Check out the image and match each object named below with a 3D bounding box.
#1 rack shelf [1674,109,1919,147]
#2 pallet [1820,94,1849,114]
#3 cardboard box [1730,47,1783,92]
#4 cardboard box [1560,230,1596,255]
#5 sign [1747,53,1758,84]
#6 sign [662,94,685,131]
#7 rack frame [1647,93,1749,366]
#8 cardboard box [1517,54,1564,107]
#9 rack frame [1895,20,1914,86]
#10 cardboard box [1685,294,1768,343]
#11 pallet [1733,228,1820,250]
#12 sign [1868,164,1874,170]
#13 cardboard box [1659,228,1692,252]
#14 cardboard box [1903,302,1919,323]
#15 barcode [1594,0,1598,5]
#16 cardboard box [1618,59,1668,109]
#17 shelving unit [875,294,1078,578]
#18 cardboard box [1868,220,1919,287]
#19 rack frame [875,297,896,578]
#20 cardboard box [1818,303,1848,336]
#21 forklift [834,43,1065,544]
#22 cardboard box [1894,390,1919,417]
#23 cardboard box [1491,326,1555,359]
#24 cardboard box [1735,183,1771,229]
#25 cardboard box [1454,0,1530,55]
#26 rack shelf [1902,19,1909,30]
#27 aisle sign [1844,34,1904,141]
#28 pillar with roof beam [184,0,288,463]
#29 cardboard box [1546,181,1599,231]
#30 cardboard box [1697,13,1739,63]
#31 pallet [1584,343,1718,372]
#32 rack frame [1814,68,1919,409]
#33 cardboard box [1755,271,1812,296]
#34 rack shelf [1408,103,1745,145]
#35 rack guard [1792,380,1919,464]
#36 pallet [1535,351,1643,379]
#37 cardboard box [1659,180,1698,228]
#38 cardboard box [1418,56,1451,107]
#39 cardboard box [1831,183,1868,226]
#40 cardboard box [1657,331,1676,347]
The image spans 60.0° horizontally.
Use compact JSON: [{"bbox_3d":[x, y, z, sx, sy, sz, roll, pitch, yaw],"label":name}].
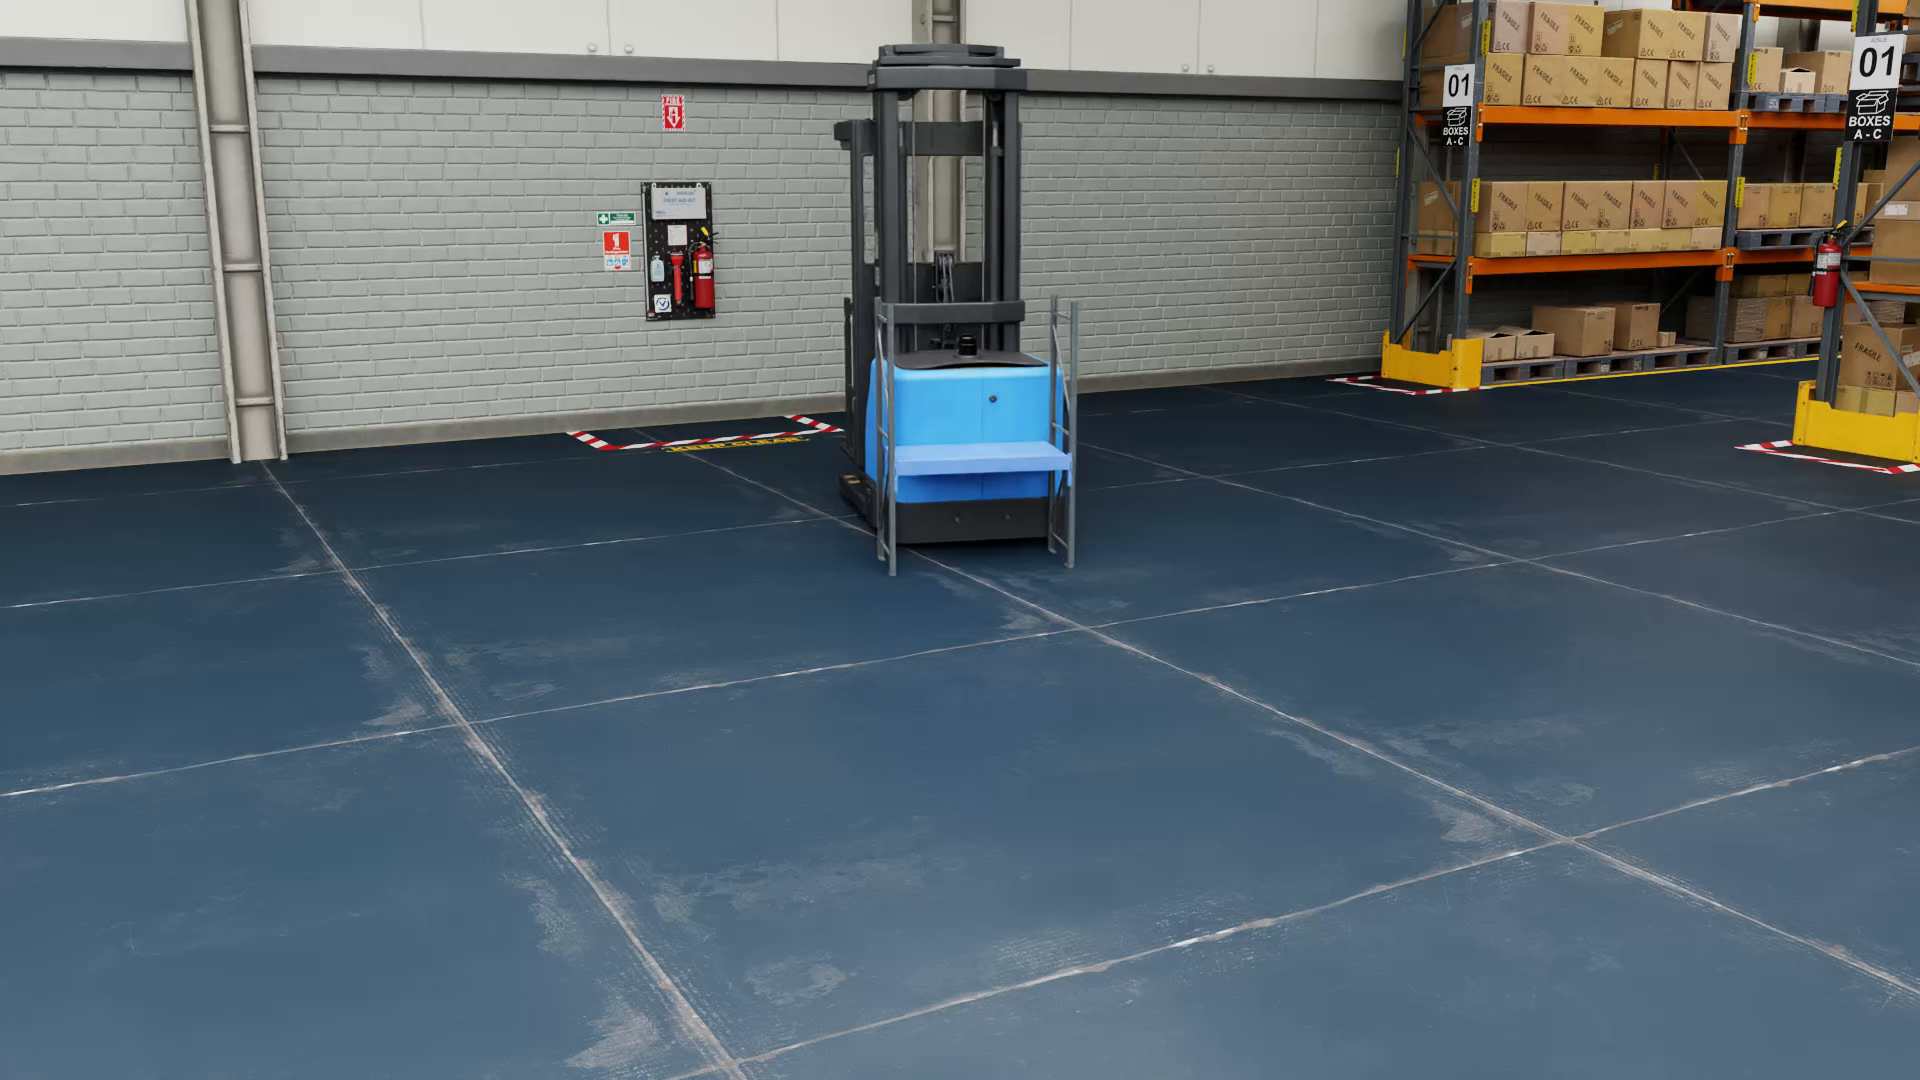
[{"bbox_3d":[10.142,-4.865,19.702,4.000,0.370,1.077,-7,14,-28],"label":"rack shelf"},{"bbox_3d":[9.889,-5.068,19.394,1.003,0.211,1.213,-7,14,-28],"label":"pallet"},{"bbox_3d":[8.905,-5.302,18.818,0.500,0.500,0.500,-5,13,-20],"label":"cardboard box"},{"bbox_3d":[6.355,-3.158,17.606,0.500,0.250,0.500,-7,15,-29],"label":"cardboard box"},{"bbox_3d":[8.654,-5.154,18.170,0.005,0.325,0.100,-7,14,-28],"label":"sign"},{"bbox_3d":[-2.433,-3.627,14.115,0.199,0.298,0.001,-7,14,-28],"label":"sign"},{"bbox_3d":[8.387,-3.542,19.018,0.127,3.000,1.000,-7,14,-28],"label":"rack frame"},{"bbox_3d":[5.778,-4.680,16.968,0.500,0.500,0.500,-6,14,-24],"label":"cardboard box"},{"bbox_3d":[11.898,-6.890,20.229,0.127,3.000,1.000,-7,14,-28],"label":"rack frame"},{"bbox_3d":[9.025,-2.618,19.602,0.500,0.500,0.700,-6,14,-26],"label":"cardboard box"},{"bbox_3d":[9.128,-3.501,19.271,1.213,0.211,1.003,-7,14,-28],"label":"pallet"},{"bbox_3d":[11.629,-4.635,21.234,0.005,0.325,0.100,-7,14,-28],"label":"sign"},{"bbox_3d":[7.675,-3.320,18.325,0.500,0.250,0.500,-7,14,-28],"label":"cardboard box"},{"bbox_3d":[12.606,-3.171,21.309,0.750,0.750,0.750,-7,14,-29],"label":"cardboard box"},{"bbox_3d":[6.961,-5.869,18.198,0.075,0.075,0.001,-7,14,-28],"label":"barcode"},{"bbox_3d":[7.144,-4.847,17.710,0.500,0.500,0.500,-7,15,-30],"label":"cardboard box"},{"bbox_3d":[0.083,-0.600,9.358,1.048,1.500,0.538,-2,13,-11],"label":"shelving unit"},{"bbox_3d":[7.669,-2.263,13.104,0.500,0.500,0.700,-7,14,-28],"label":"cardboard box"},{"bbox_3d":[-0.416,-0.578,9.263,0.032,1.500,0.500,-2,13,-11],"label":"rack frame"},{"bbox_3d":[10.361,-2.783,20.335,0.500,0.500,0.700,-7,14,-28],"label":"cardboard box"},{"bbox_3d":[-0.207,-1.682,10.906,1.130,2.935,3.031,-3,13,-13],"label":"forklift"},{"bbox_3d":[7.830,-1.044,13.224,0.500,0.250,0.500,-7,14,-28],"label":"cardboard box"},{"bbox_3d":[6.027,-2.140,17.908,0.500,0.311,0.500,-6,14,-23],"label":"cardboard box"},{"bbox_3d":[8.850,-3.853,19.167,0.500,0.500,0.700,-7,14,-28],"label":"cardboard box"},{"bbox_3d":[5.331,-5.125,16.668,0.500,0.500,0.500,-8,15,-32],"label":"cardboard box"},{"bbox_3d":[13.653,-6.554,21.287,4.000,0.370,1.077,-7,14,-28],"label":"rack shelf"},{"bbox_3d":[7.054,-3.485,12.843,0.004,0.787,0.394,-7,14,-28],"label":"aisle sign"},{"bbox_3d":[-3.394,-4.197,8.261,0.400,9.000,9.100,-7,14,-28],"label":"pillar with roof beam"},{"bbox_3d":[6.334,-3.520,17.504,0.500,0.500,0.500,-7,15,-30],"label":"cardboard box"},{"bbox_3d":[8.077,-5.447,18.099,0.500,0.500,0.500,-8,15,-33],"label":"cardboard box"},{"bbox_3d":[7.814,-2.104,18.980,1.213,0.211,1.003,-7,14,-28],"label":"pallet"},{"bbox_3d":[7.253,-2.167,12.908,0.127,3.000,1.000,-7,14,-28],"label":"rack frame"},{"bbox_3d":[9.865,-3.086,19.975,0.500,0.250,0.500,-7,15,-29],"label":"cardboard box"},{"bbox_3d":[6.632,-4.444,17.832,4.000,0.370,1.077,-7,14,-28],"label":"rack shelf"},{"bbox_3d":[7.232,-0.945,13.171,0.348,0.500,1.175,-7,14,-28],"label":"rack guard"},{"bbox_3d":[6.742,-1.975,18.405,1.213,0.211,1.003,-7,14,-28],"label":"pallet"},{"bbox_3d":[7.685,-3.682,18.226,0.500,0.500,0.500,-7,14,-28],"label":"cardboard box"},{"bbox_3d":[5.121,-4.736,17.217,0.500,0.500,0.500,-6,14,-24],"label":"cardboard box"},{"bbox_3d":[10.407,-4.040,19.998,0.500,0.500,0.700,-7,14,-28],"label":"cardboard box"},{"bbox_3d":[7.932,-2.313,19.005,0.250,0.166,0.380,-9,16,-35],"label":"cardboard box"}]
